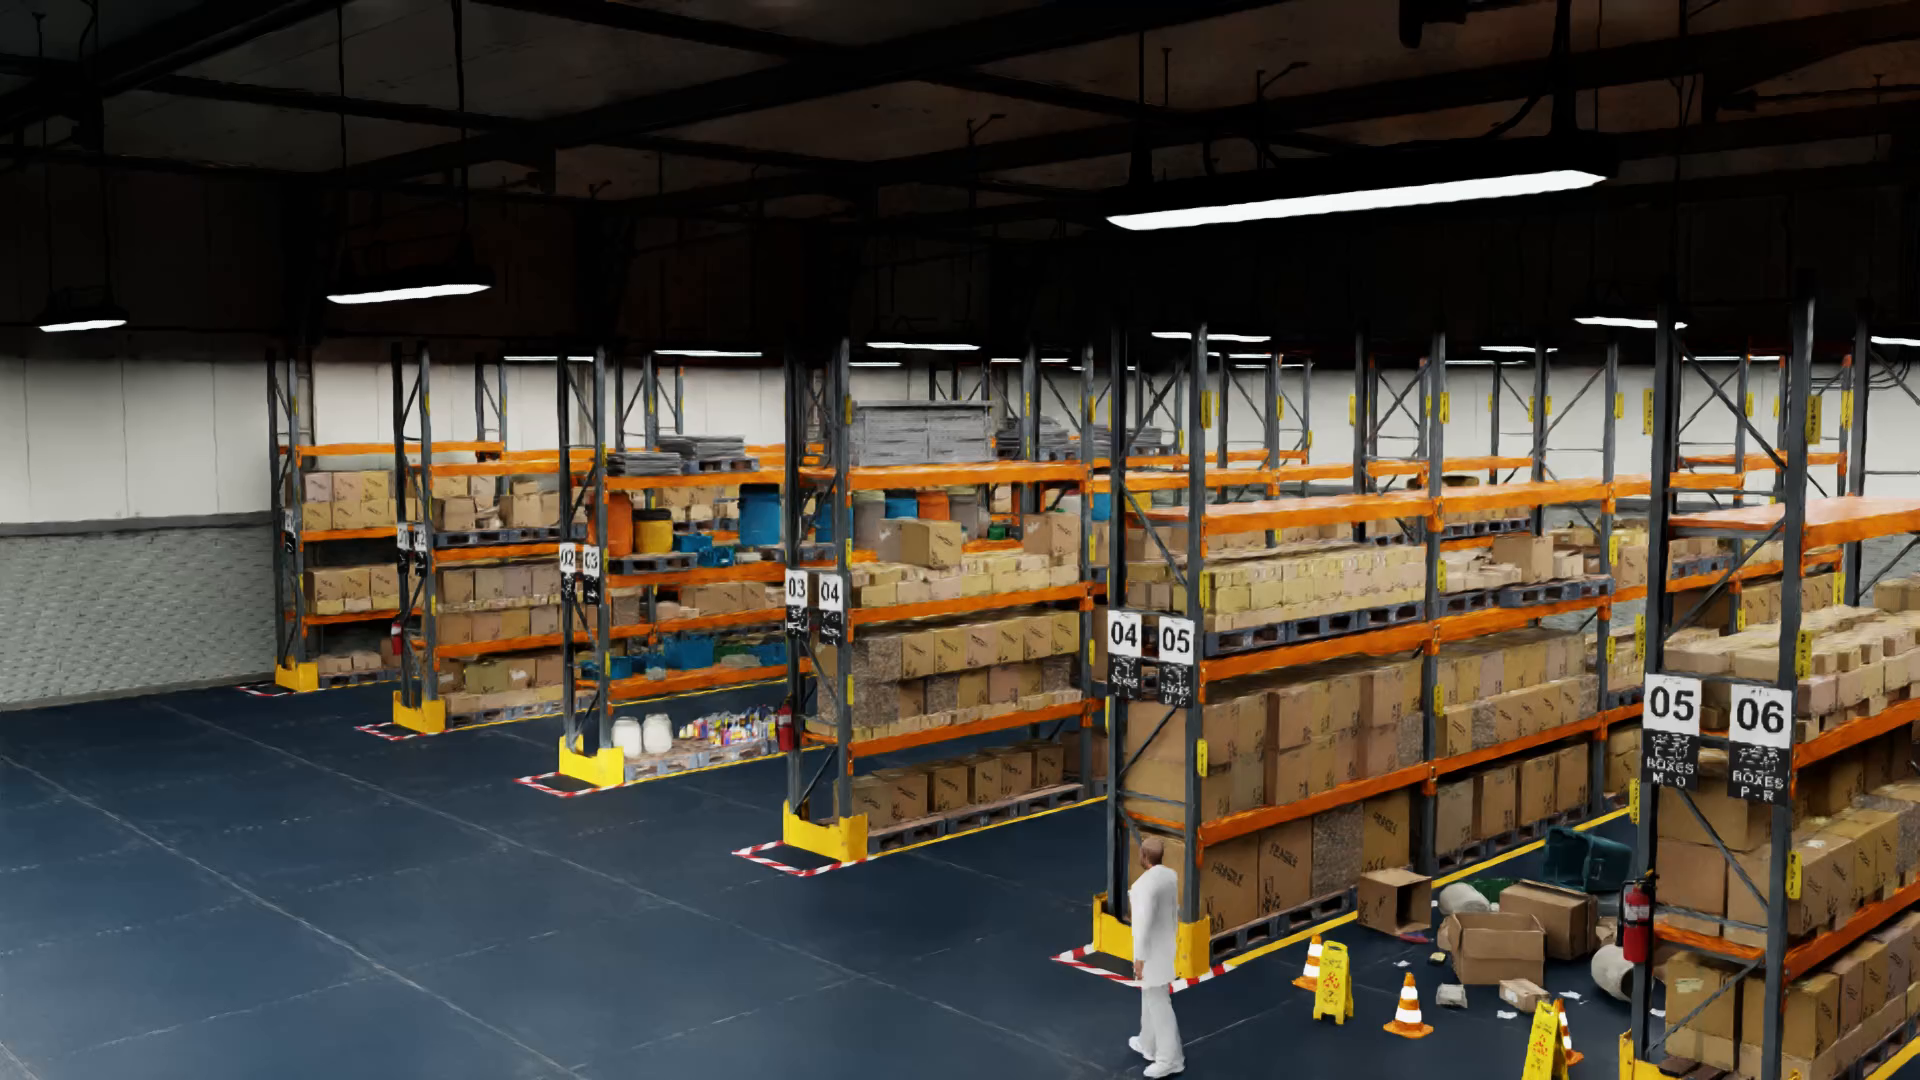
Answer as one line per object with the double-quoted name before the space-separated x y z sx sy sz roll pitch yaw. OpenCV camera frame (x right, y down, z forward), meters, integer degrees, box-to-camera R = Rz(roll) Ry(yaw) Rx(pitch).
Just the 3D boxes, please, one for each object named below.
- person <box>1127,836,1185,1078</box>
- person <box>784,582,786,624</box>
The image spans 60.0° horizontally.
"person" 1.493 3.172 12.812 0.589 1.777 0.709 3 6 27
"person" -3.280 1.378 33.250 0.442 1.792 0.606 1 5 15
